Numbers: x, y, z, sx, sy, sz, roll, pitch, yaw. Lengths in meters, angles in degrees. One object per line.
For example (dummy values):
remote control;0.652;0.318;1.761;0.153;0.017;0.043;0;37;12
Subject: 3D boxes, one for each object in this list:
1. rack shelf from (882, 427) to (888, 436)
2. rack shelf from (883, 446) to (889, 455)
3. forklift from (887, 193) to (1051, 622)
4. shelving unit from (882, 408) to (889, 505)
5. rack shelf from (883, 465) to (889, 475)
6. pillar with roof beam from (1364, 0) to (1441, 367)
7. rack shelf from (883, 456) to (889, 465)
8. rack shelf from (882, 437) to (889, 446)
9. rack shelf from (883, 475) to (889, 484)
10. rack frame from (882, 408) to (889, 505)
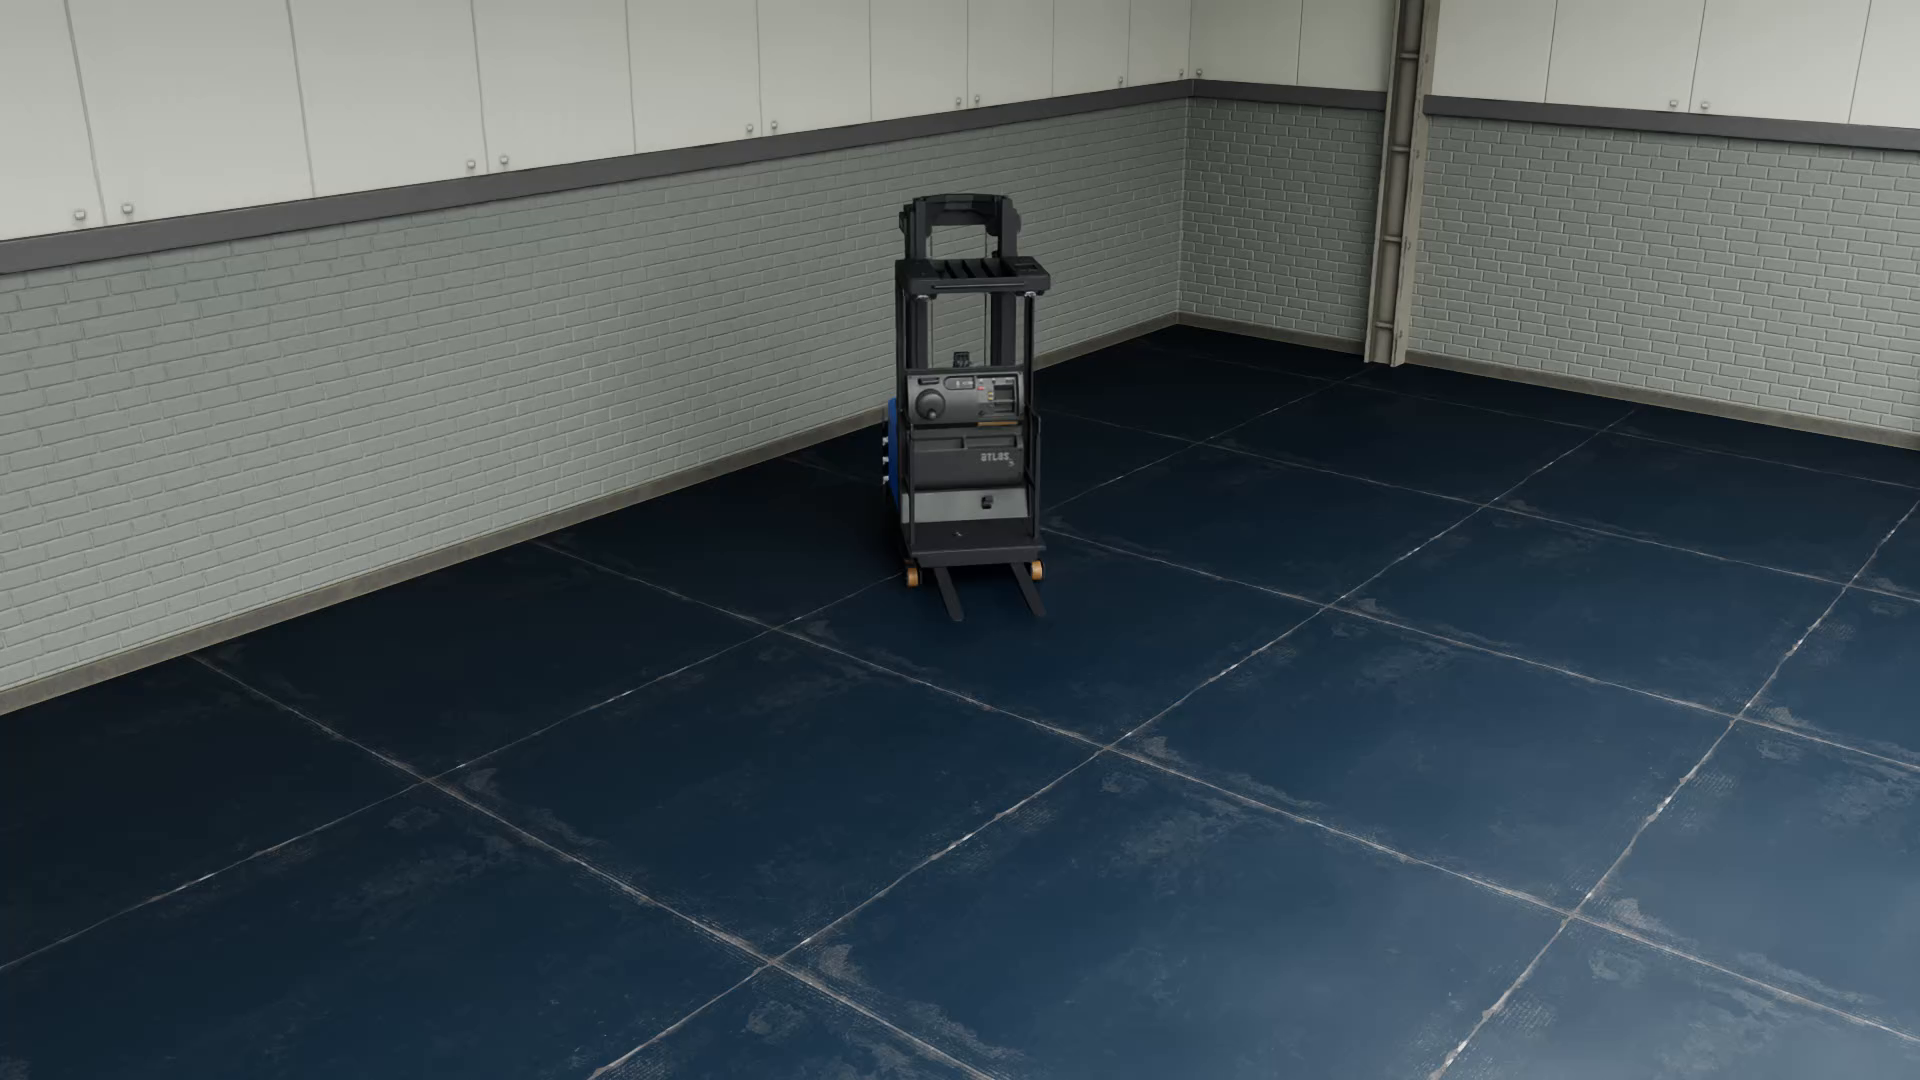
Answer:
rack shelf;-0.531;-0.970;14.795;0.200;0.077;0.258;17;27;38
rack shelf;-0.532;-0.801;14.859;0.200;0.077;0.258;17;27;38
forklift;0.076;-1.125;13.001;1.130;2.935;3.031;-3;21;-7
shelving unit;-0.532;-0.748;14.879;0.210;0.900;0.258;17;27;38
rack shelf;-0.532;-0.633;14.922;0.200;0.077;0.258;17;27;38
pillar with roof beam;2.331;-5.154;15.085;0.400;9.000;9.100;16;26;36
rack shelf;-0.532;-0.717;14.890;0.200;0.077;0.258;17;27;38
rack shelf;-0.531;-0.886;14.827;0.200;0.077;0.258;17;27;38
rack shelf;-0.532;-0.549;14.954;0.200;0.077;0.258;17;27;38
rack frame;-0.609;-0.772;14.941;0.006;0.900;0.240;17;27;38
